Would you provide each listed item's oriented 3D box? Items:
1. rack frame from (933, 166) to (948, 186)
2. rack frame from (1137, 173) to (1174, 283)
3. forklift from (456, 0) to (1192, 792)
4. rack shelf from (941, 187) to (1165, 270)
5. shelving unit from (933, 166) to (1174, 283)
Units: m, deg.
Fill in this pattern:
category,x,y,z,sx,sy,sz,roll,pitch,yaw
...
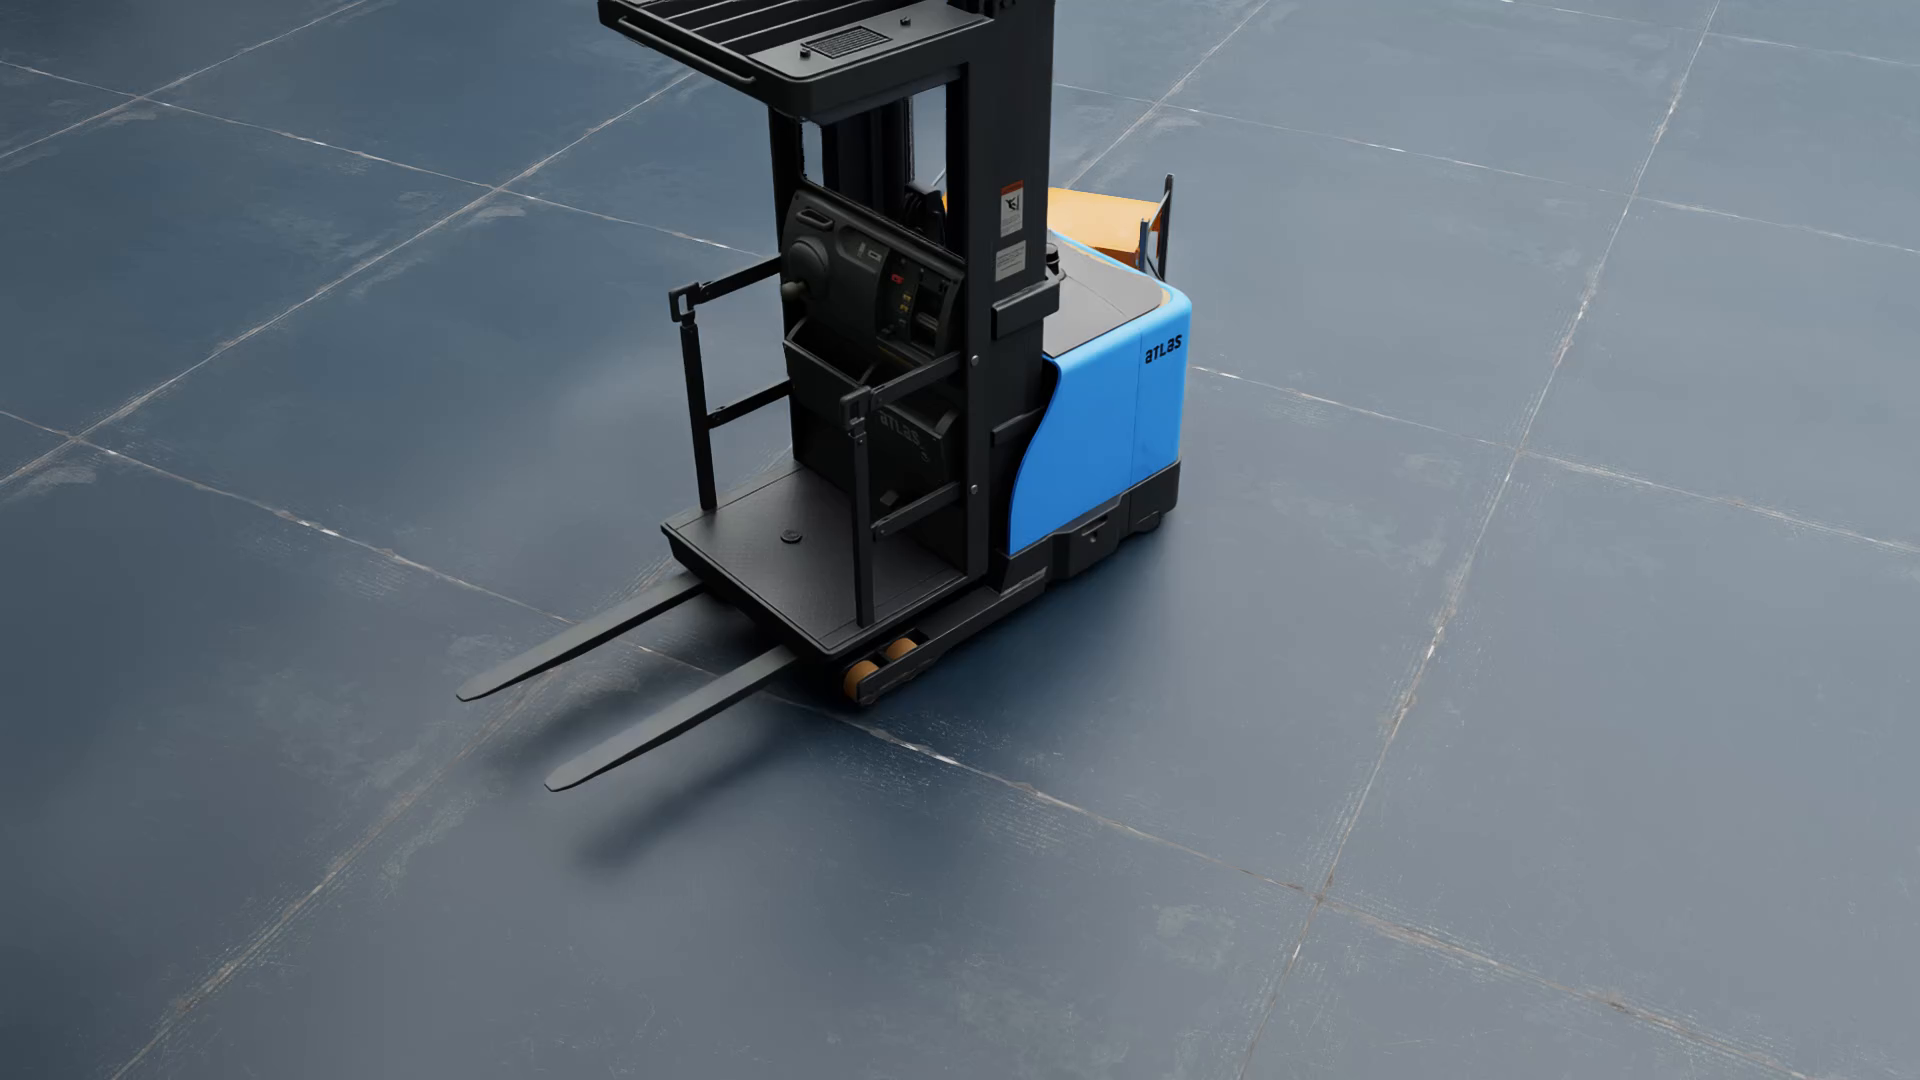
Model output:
category,x,y,z,sx,sy,sz,roll,pitch,yaw
rack frame,-0.102,-1.242,7.828,0.032,1.125,0.500,12,39,15
rack frame,0.860,-1.042,7.565,0.032,1.125,0.500,12,39,15
forklift,-0.485,-0.901,5.886,3.031,2.935,1.130,-29,46,-32
rack shelf,0.379,-1.375,7.520,1.000,0.278,0.538,12,39,15
shelving unit,0.379,-1.142,7.697,1.048,1.125,0.538,12,39,15
